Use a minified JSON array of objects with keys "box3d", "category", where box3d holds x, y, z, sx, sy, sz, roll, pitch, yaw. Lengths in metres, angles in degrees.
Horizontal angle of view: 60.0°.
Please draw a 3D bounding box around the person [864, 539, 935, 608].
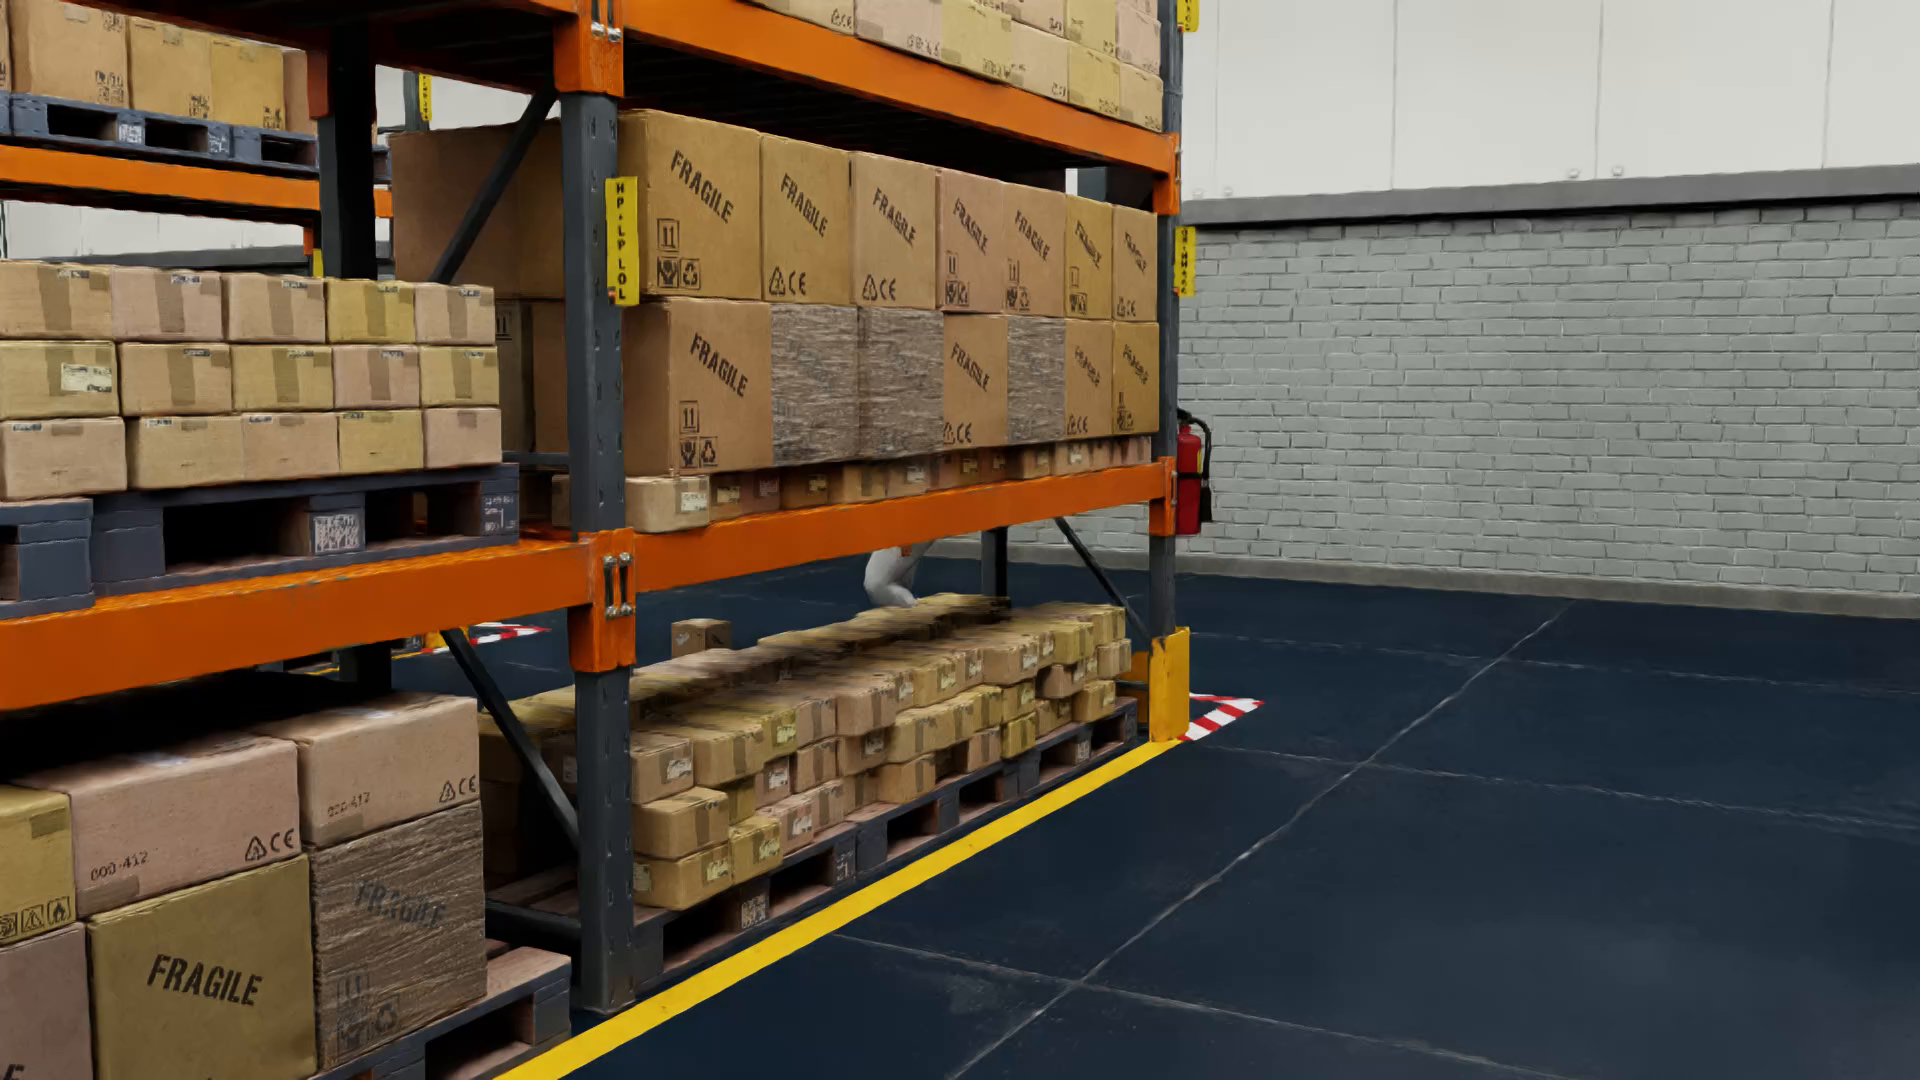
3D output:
[{"box3d":[-0.346,-0.036,9.251,0.483,1.653,0.649,-2,7,-22],"category":"person"}]
